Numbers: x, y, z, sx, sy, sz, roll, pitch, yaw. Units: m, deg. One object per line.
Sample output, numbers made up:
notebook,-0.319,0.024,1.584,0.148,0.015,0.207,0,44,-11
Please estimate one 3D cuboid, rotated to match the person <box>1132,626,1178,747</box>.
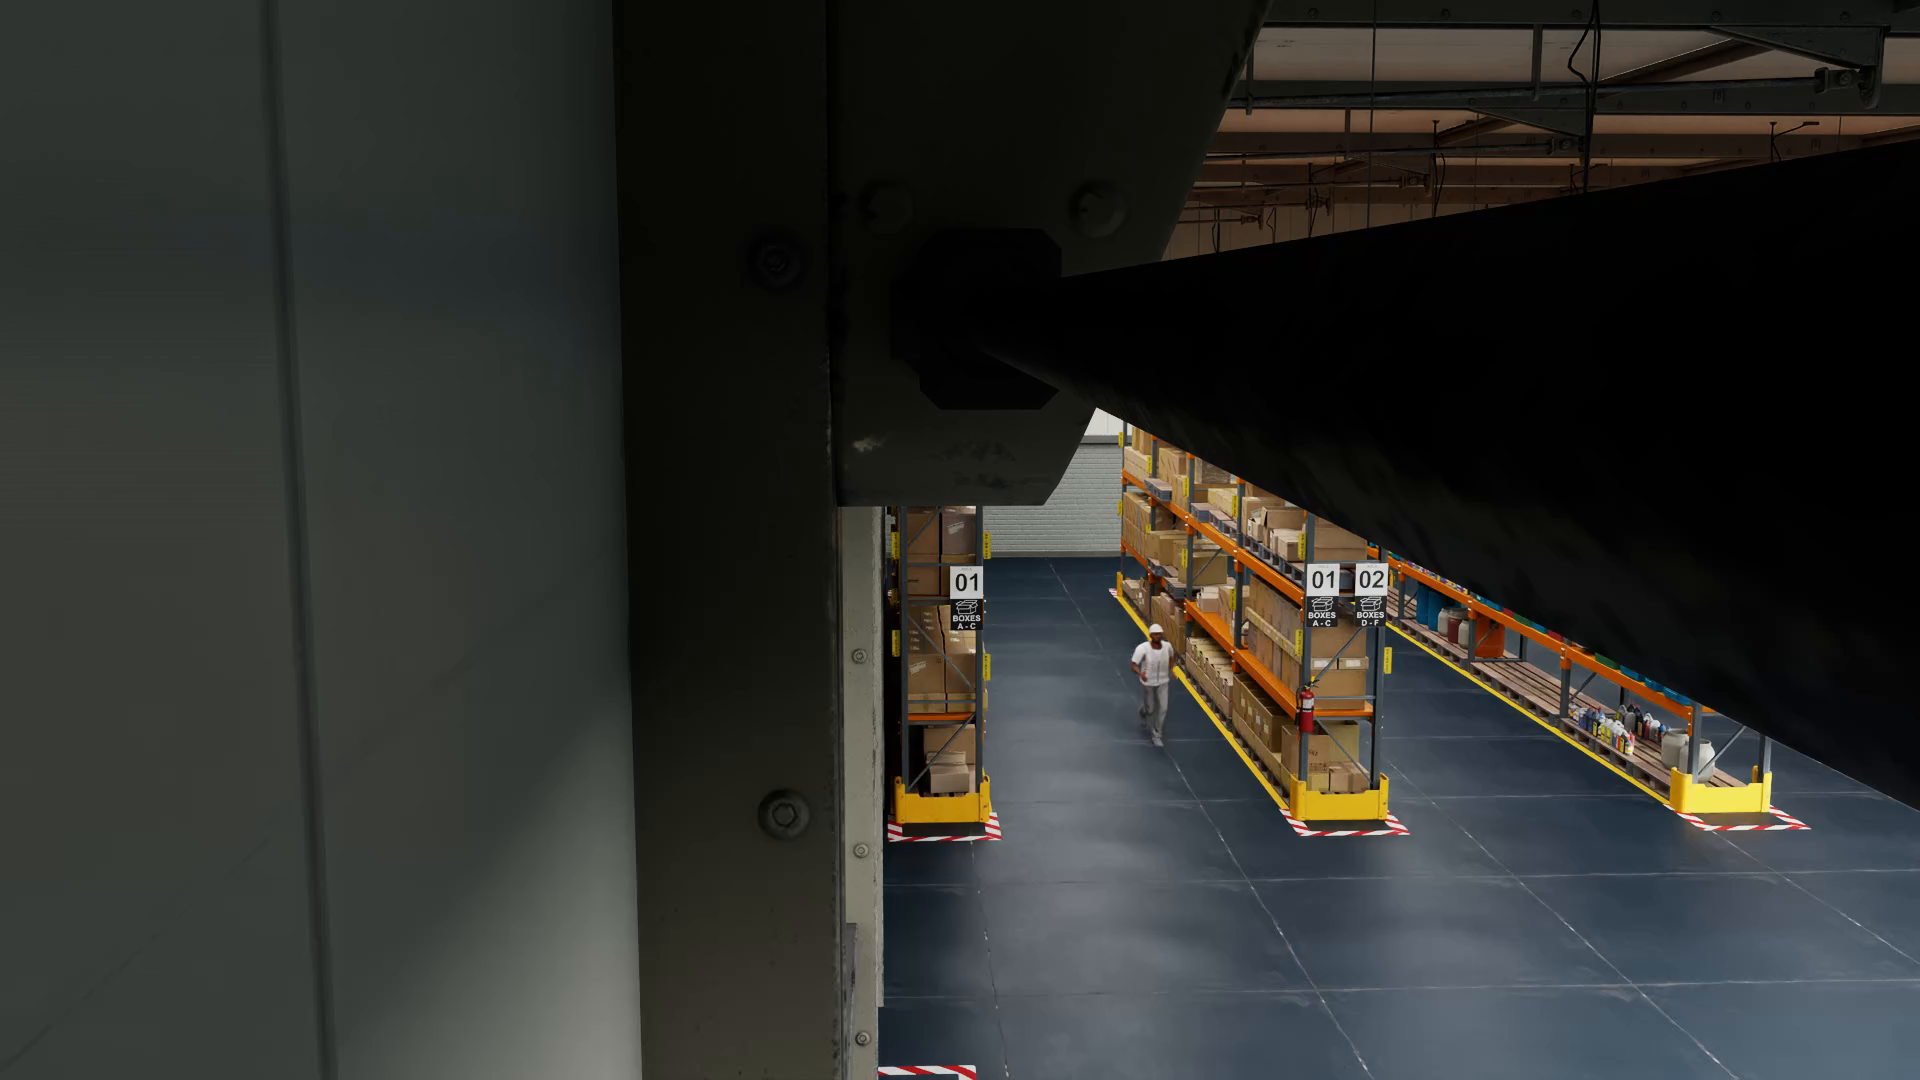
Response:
person,2.849,2.103,24.203,0.710,1.738,0.653,-2,8,-12
